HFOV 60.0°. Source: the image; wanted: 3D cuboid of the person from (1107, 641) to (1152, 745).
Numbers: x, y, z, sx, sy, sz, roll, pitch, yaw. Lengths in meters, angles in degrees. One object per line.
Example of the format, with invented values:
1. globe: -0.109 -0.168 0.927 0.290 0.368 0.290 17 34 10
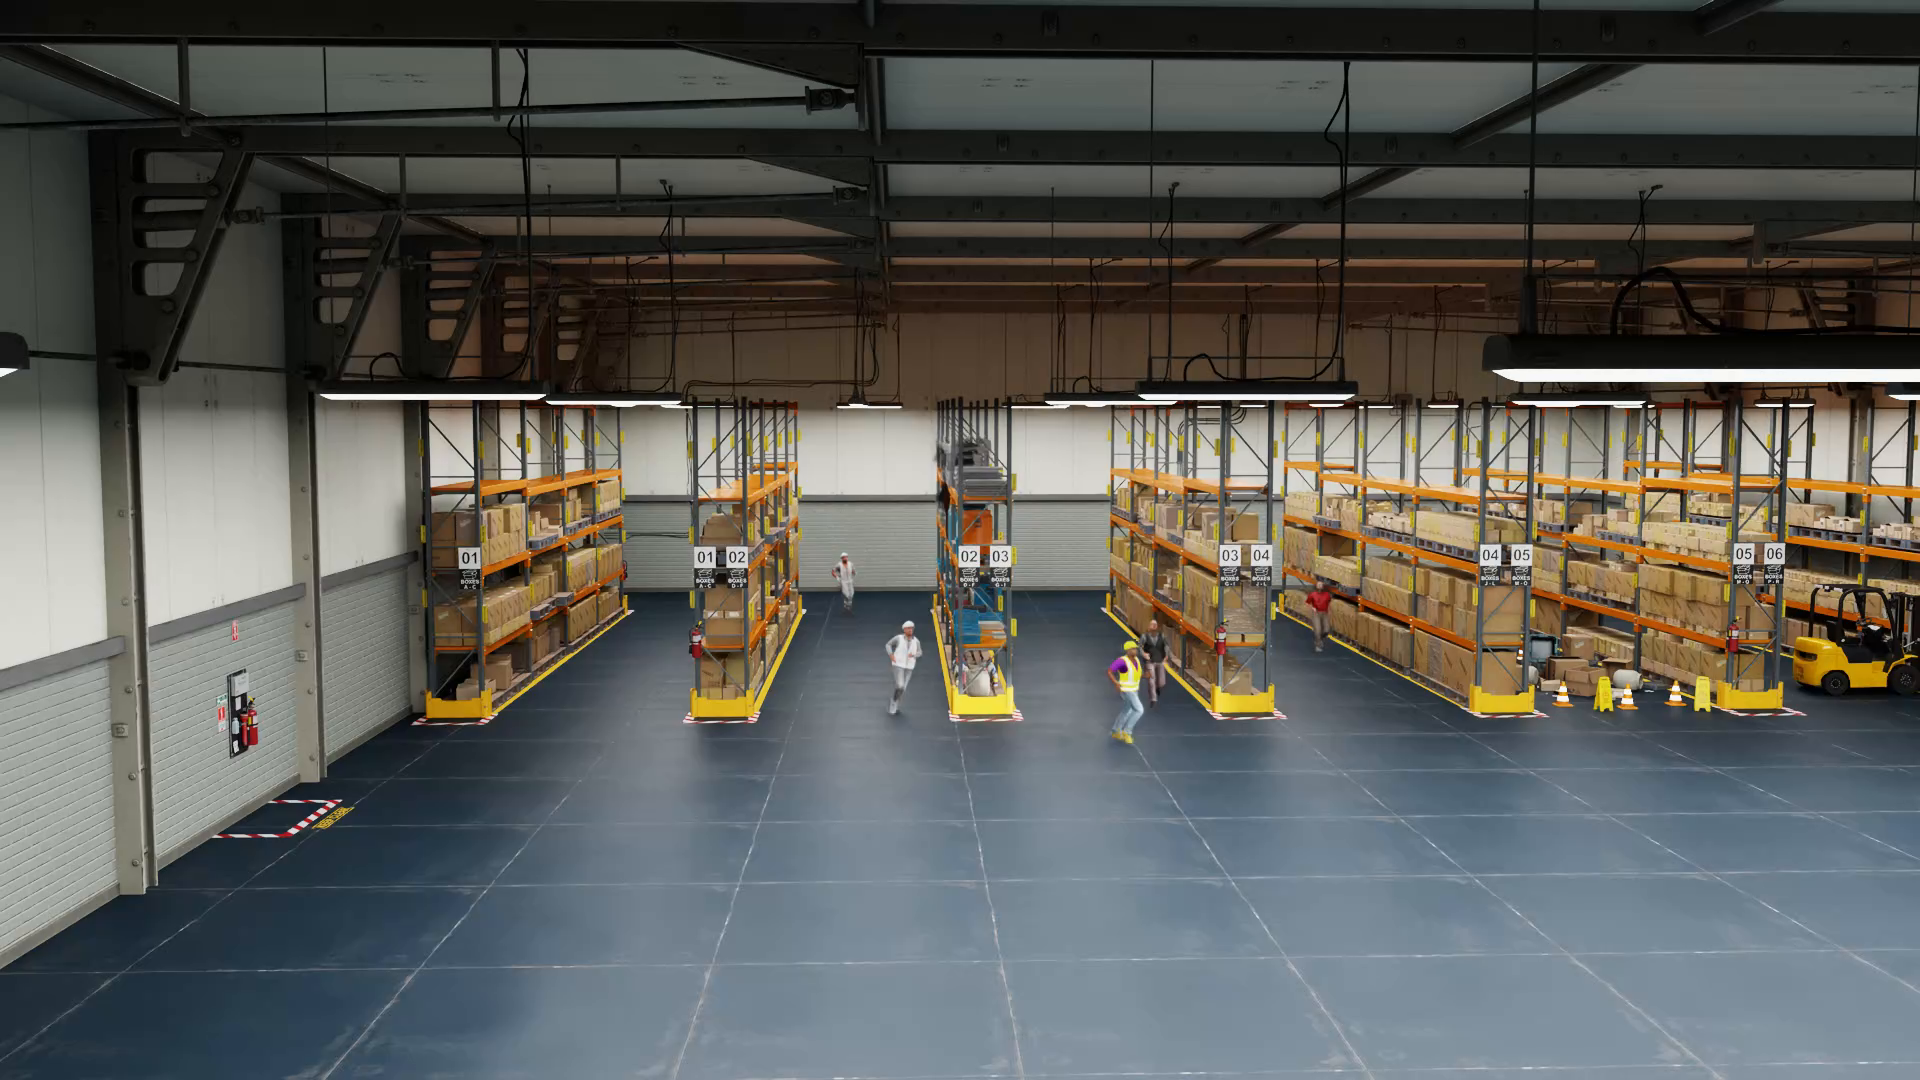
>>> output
1. person: 2.955 2.638 28.776 0.722 1.803 0.663 3 5 31

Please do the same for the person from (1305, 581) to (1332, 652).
1. person: 8.581 1.818 39.679 0.655 1.674 0.622 0 4 -5

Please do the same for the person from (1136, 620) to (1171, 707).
1. person: 3.770 2.394 32.371 0.701 1.682 0.572 0 4 -4

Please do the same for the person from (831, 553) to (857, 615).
1. person: -3.202 1.243 46.706 0.658 1.777 0.678 -3 5 -31

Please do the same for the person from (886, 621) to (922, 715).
1. person: -1.069 2.423 31.648 0.656 1.791 0.650 -2 5 -24
